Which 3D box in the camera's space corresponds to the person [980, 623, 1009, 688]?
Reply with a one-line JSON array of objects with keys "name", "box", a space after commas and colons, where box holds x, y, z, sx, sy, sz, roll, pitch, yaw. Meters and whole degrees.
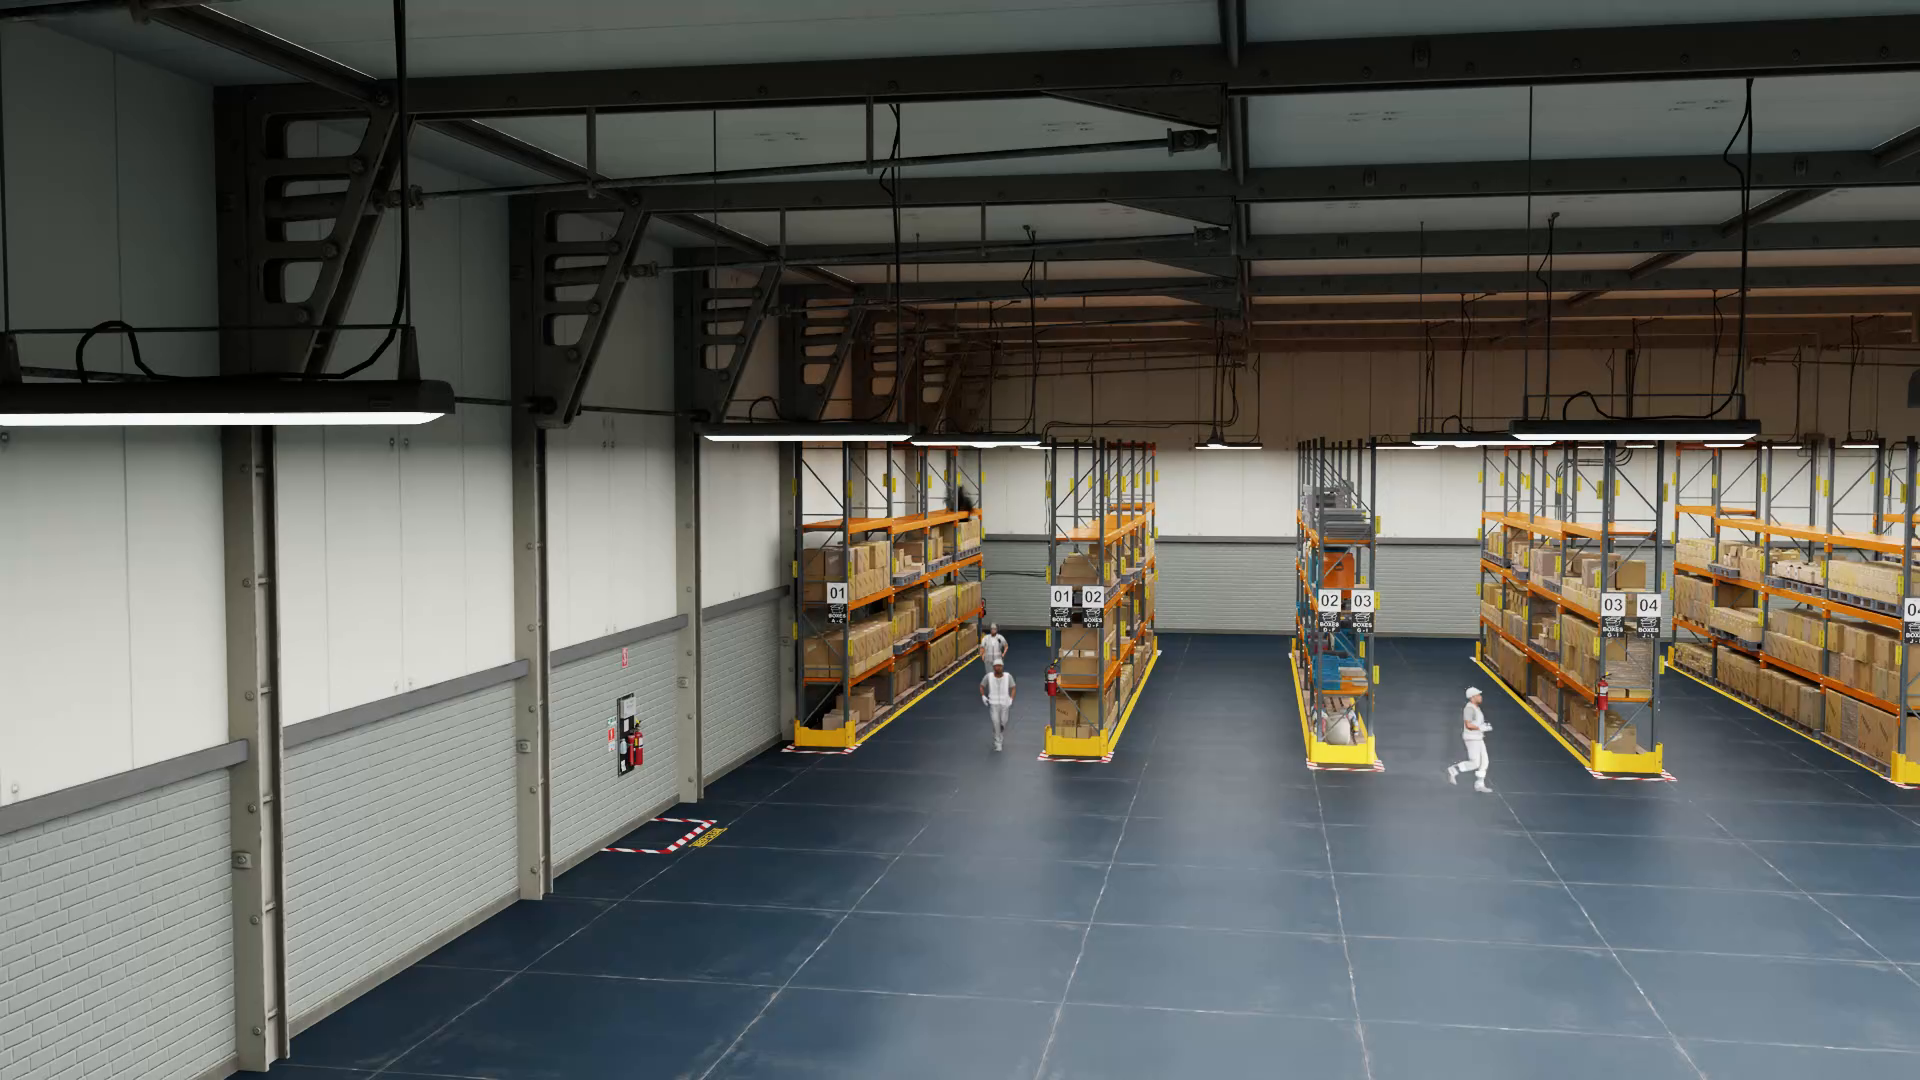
[{"name": "person", "box": [0.801, 2.799, 38.984, 0.677, 1.736, 0.734, 0, 3, 3]}]

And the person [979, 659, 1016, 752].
[{"name": "person", "box": [0.729, 3.159, 32.069, 0.705, 1.759, 0.729, 0, 3, -4]}]

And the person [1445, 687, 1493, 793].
[{"name": "person", "box": [8.587, 3.356, 27.987, 0.782, 1.757, 0.650, 2, 3, 28]}]
